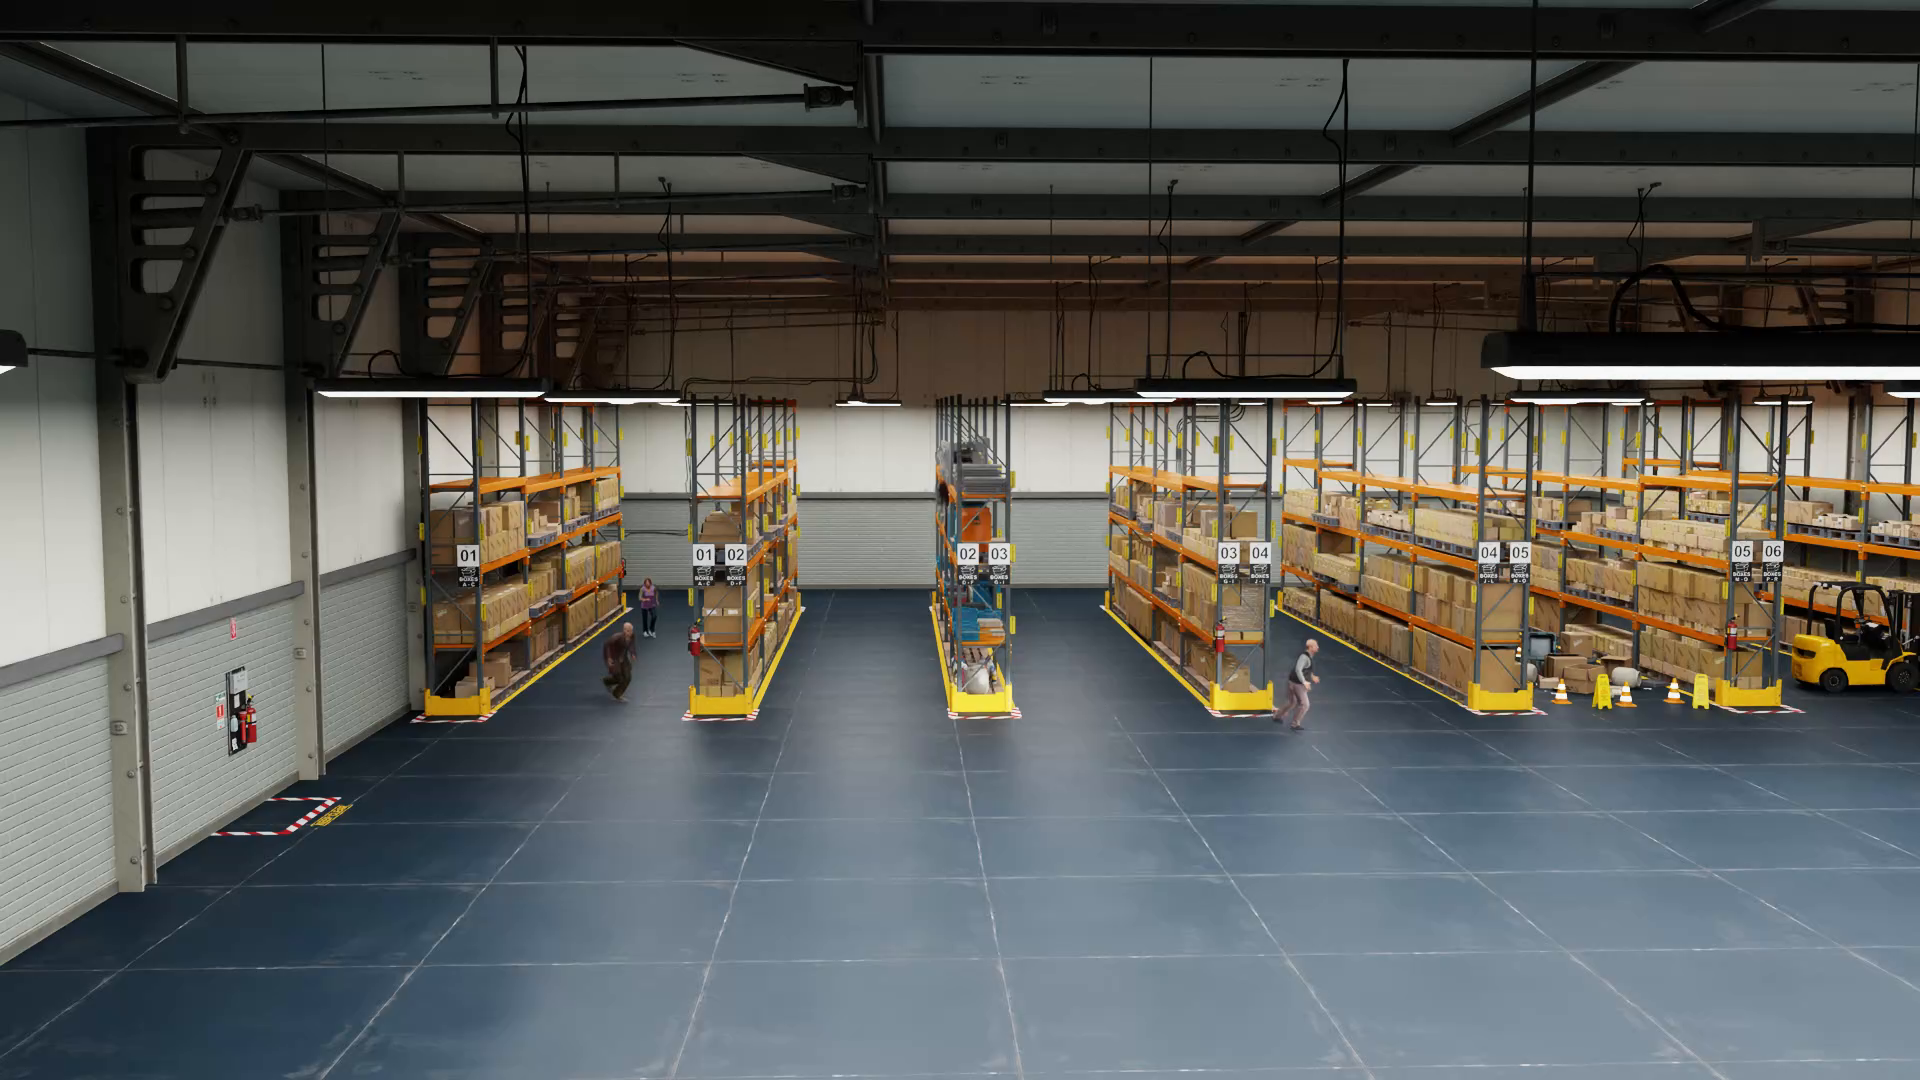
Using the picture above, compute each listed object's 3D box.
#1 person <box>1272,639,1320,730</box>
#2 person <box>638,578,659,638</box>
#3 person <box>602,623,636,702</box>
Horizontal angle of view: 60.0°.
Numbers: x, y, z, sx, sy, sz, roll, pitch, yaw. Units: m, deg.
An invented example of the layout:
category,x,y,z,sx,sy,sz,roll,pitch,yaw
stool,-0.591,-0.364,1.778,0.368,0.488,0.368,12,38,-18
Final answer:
category,x,y,z,sx,sy,sz,roll,pitch,yaw
person,5.997,2.573,29.708,0.832,1.638,0.685,1,5,14
person,-7.772,1.690,41.527,0.545,1.525,0.887,-2,5,-19
person,-6.738,2.384,32.593,0.980,1.578,0.727,4,6,43
